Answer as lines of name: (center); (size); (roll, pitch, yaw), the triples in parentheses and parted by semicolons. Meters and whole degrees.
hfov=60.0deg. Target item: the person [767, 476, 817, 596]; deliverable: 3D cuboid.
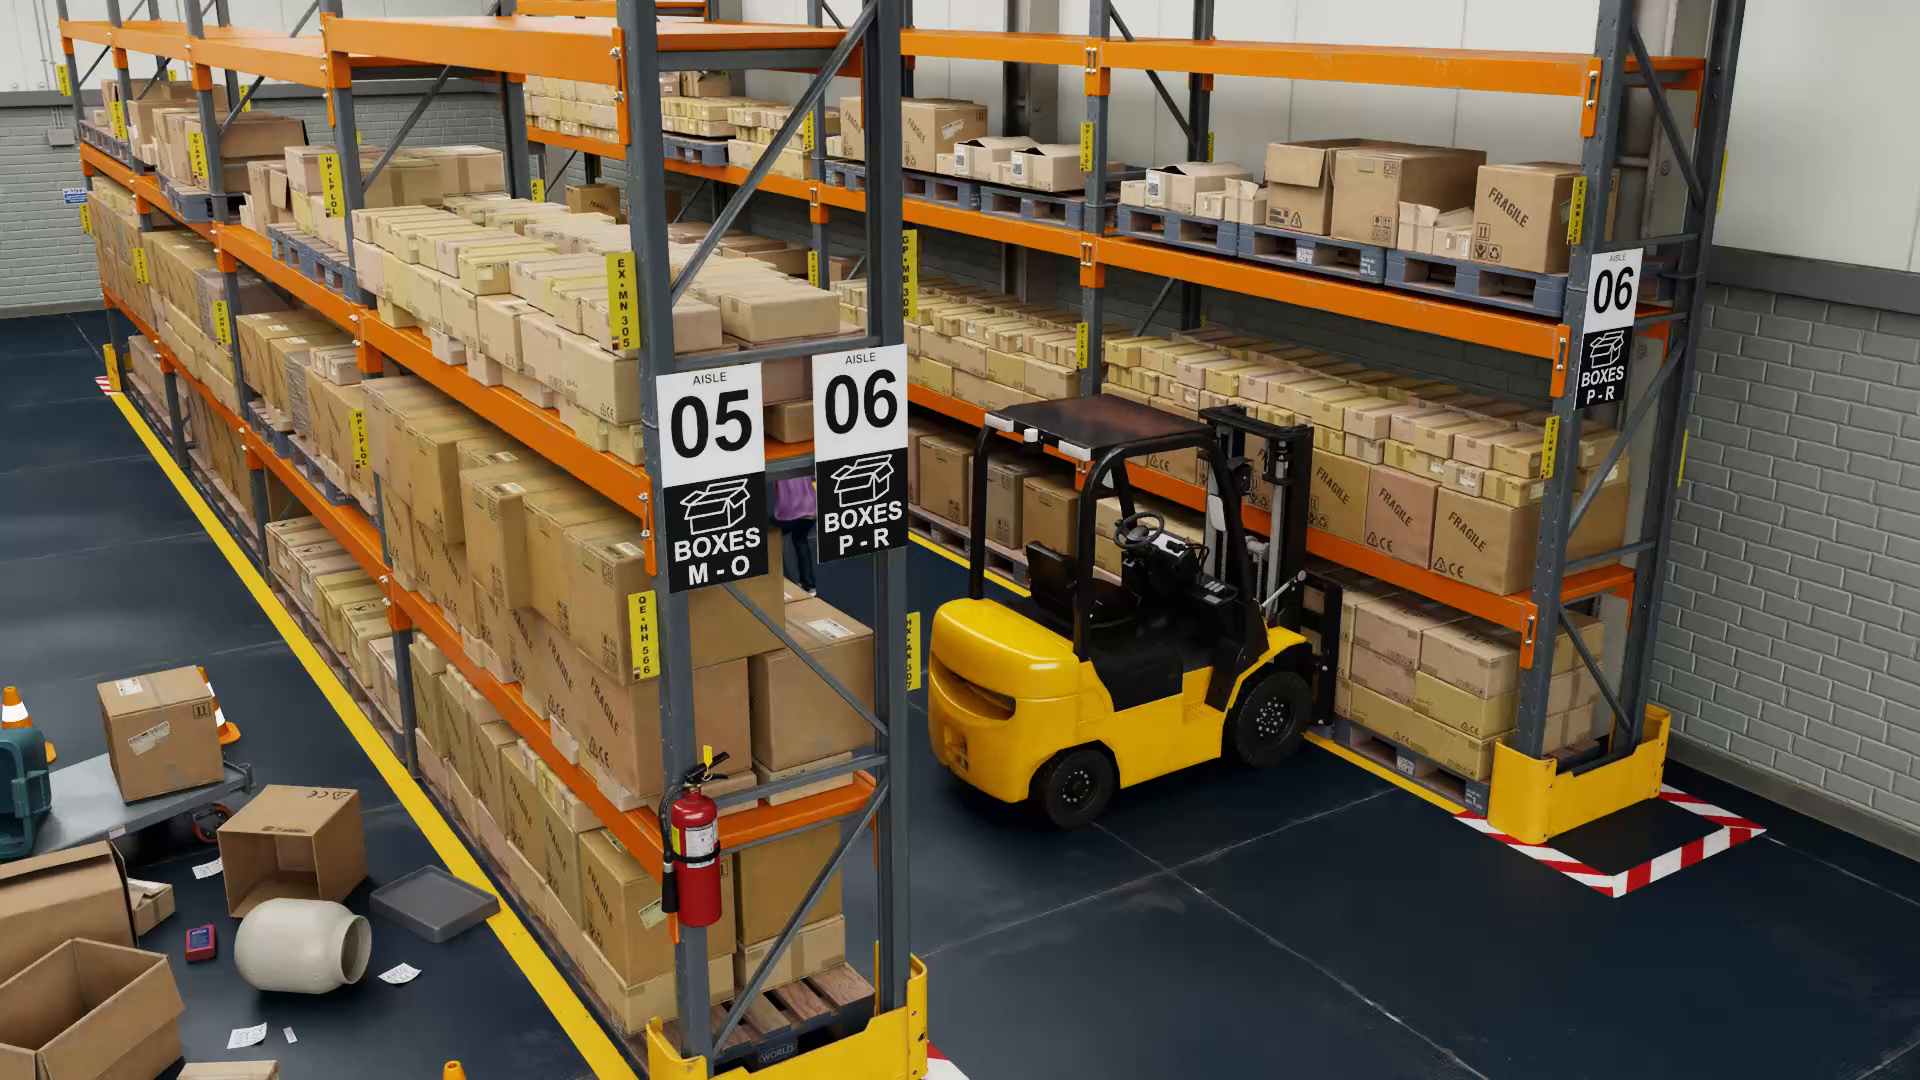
person: (-1.329, -0.216, 12.589); (0.459, 1.376, 0.601); (-12, 22, -31)
